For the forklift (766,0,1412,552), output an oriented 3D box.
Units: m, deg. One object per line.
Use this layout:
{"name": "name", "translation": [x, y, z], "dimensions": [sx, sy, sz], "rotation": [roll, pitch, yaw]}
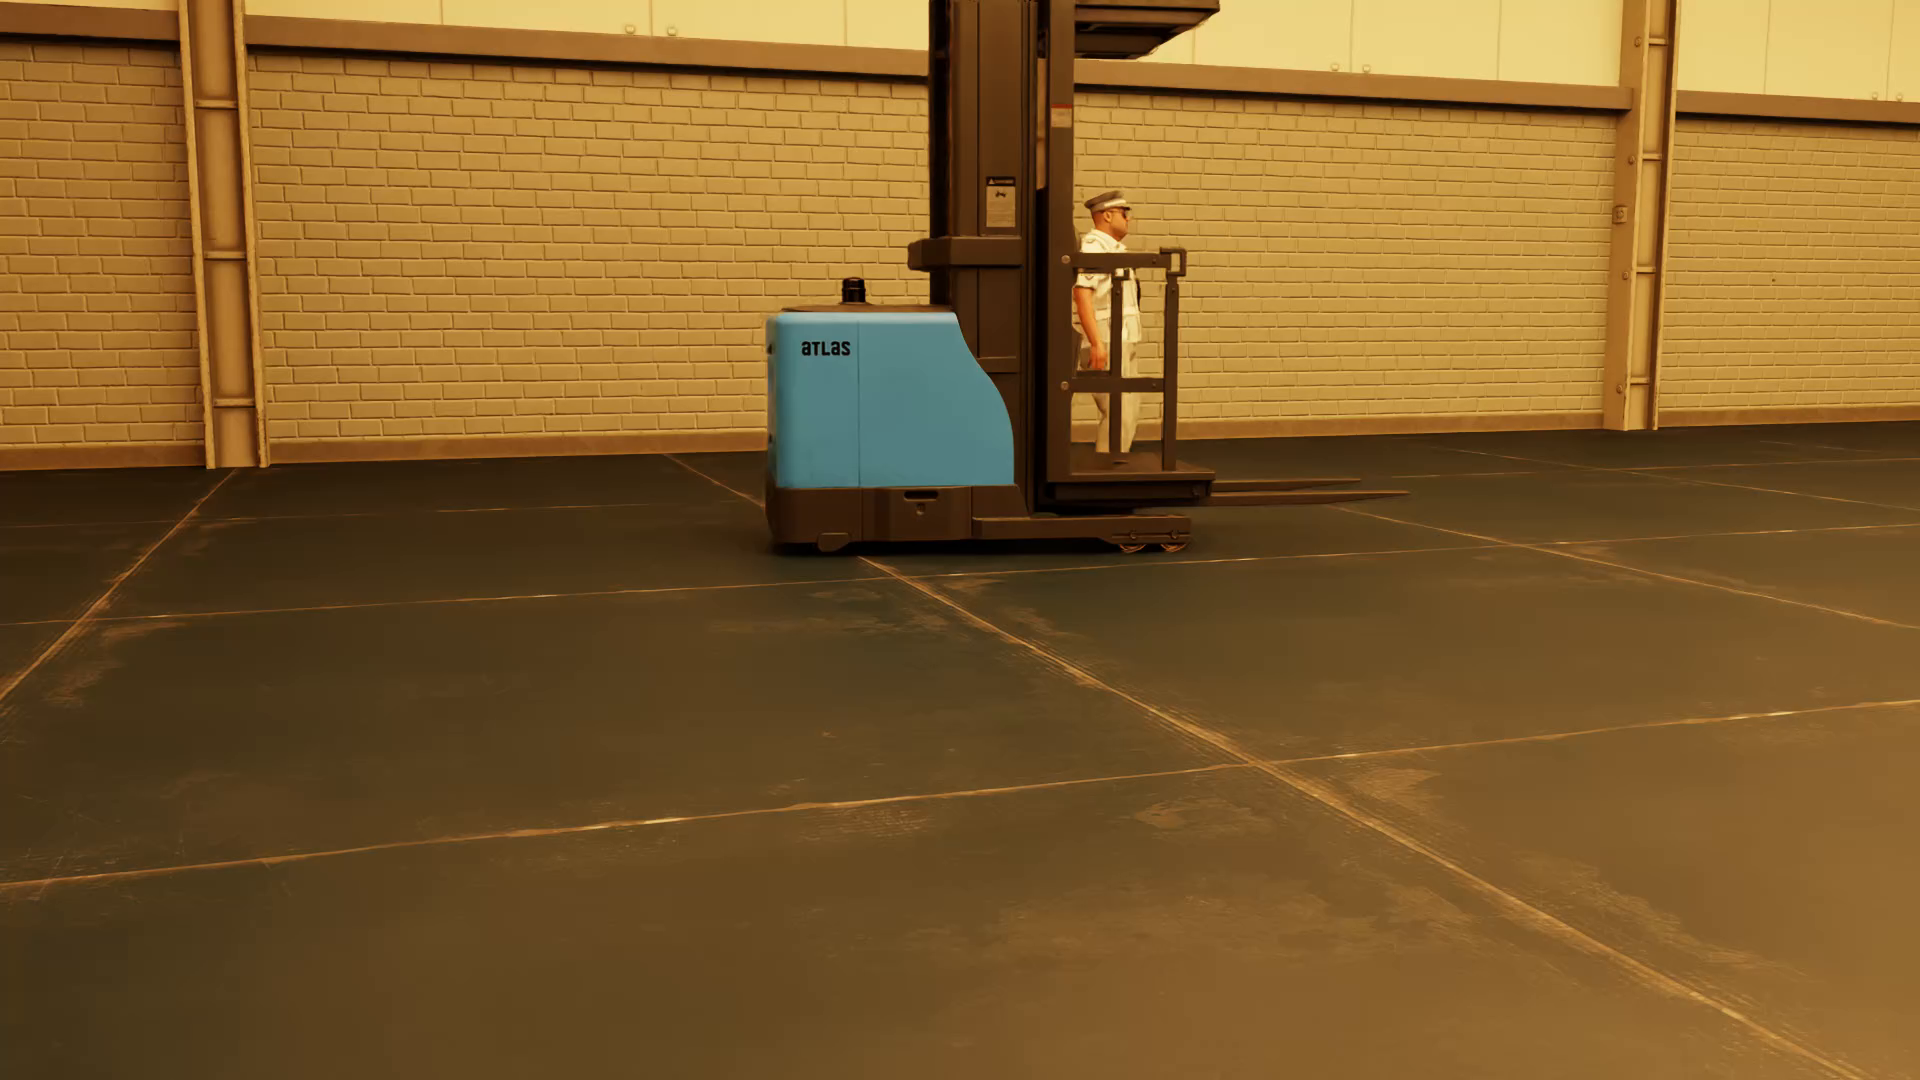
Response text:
{"name": "forklift", "translation": [0.608, -1.467, 7.838], "dimensions": [3.031, 2.935, 1.130], "rotation": [-1, 8, -9]}
